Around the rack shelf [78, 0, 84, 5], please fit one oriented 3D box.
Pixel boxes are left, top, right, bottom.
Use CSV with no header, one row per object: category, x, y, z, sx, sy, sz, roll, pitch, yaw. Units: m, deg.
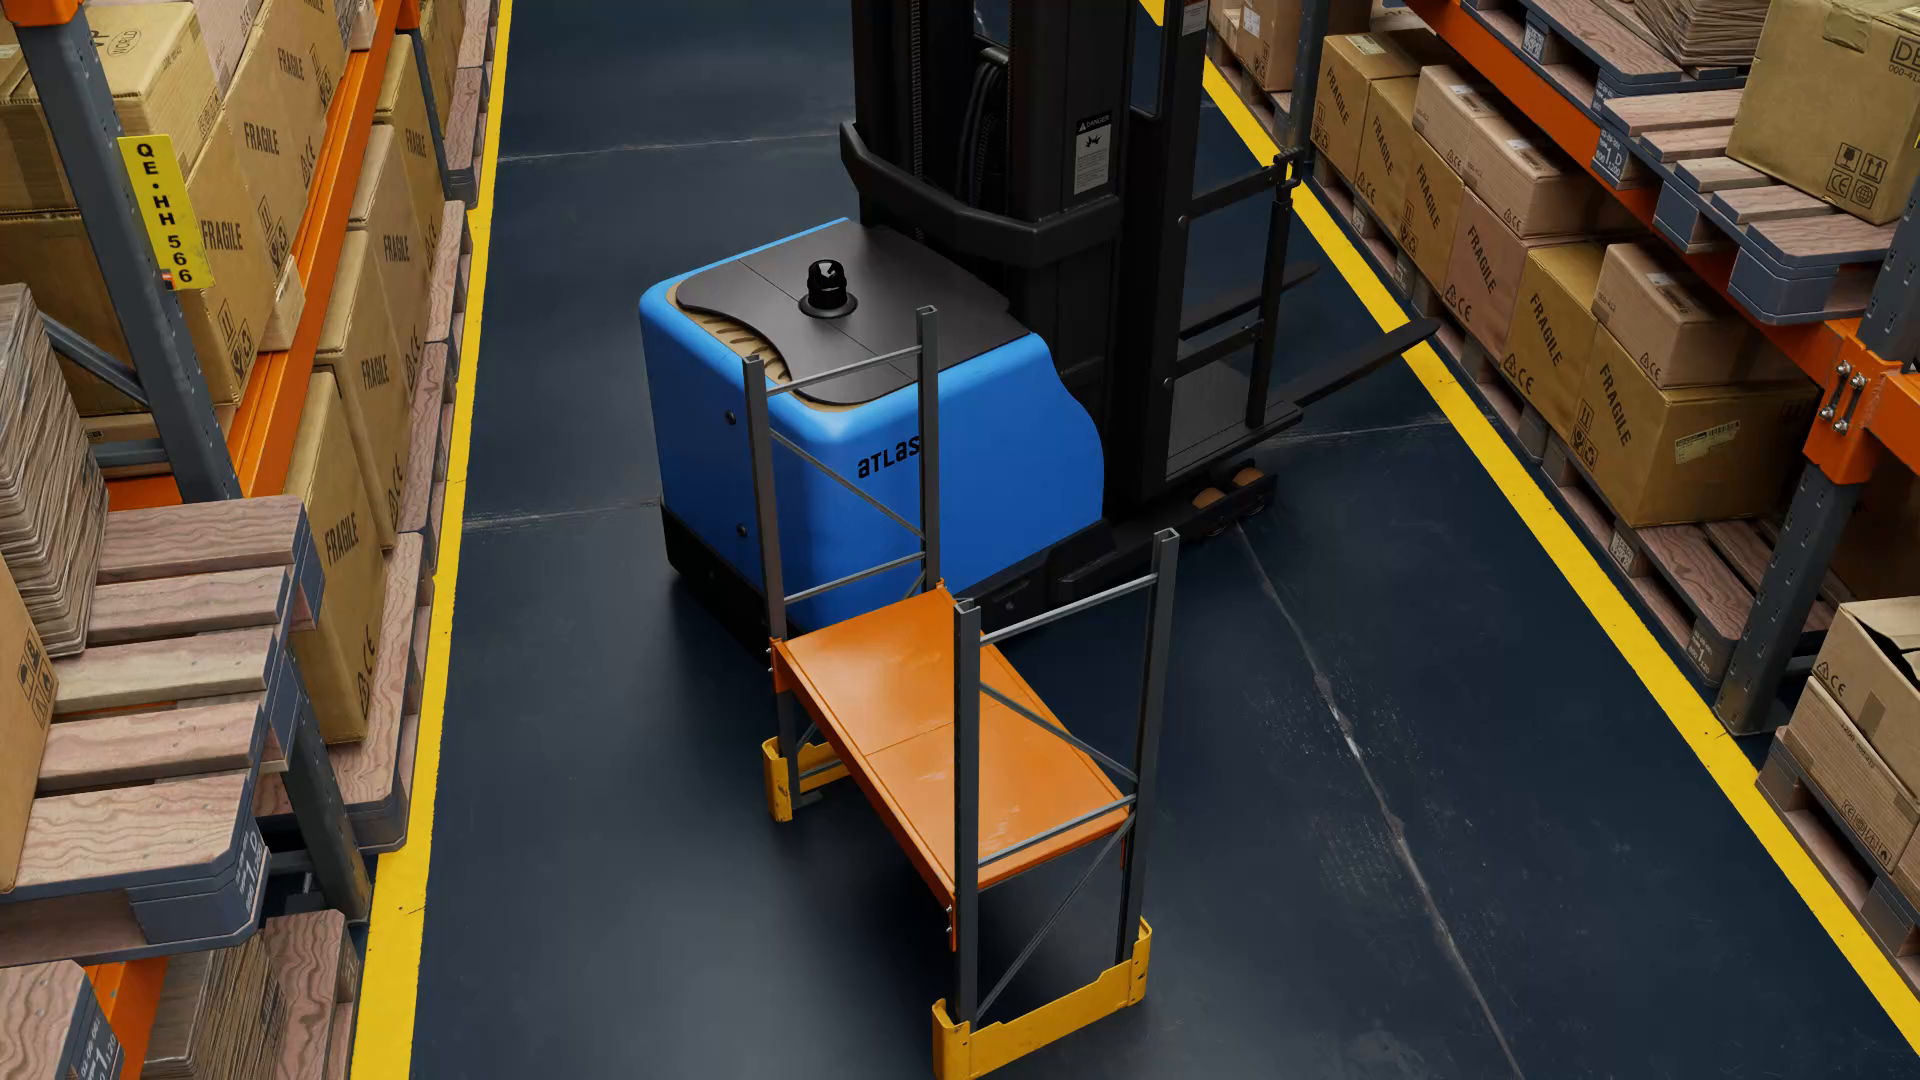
rack shelf,-2.431,-2.252,4.346,1.077,0.370,4.000,-6,38,-8

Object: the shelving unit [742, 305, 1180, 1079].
shelving unit,-0.038,0.371,4.049,0.587,1.500,1.083,-19,42,-23

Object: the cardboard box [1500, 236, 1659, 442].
cardboard box,2.311,-0.718,5.908,0.500,0.500,0.500,-8,38,-10

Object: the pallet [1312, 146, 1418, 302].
pallet,2.275,-1.507,7.517,1.003,0.211,1.213,-6,38,-8

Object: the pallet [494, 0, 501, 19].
pallet,-3.265,-3.400,9.955,1.003,0.211,1.213,-6,38,-8

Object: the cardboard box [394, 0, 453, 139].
cardboard box,-2.812,-2.201,7.834,0.700,0.500,0.500,-6,38,-7

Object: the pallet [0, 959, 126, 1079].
pallet,-1.693,1.123,2.016,1.003,0.211,1.213,-6,38,-8

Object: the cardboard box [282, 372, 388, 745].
cardboard box,-2.080,0.081,4.611,0.750,0.750,0.750,-7,38,-9

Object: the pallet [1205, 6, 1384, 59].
pallet,1.758,-3.147,9.629,1.003,0.211,1.213,-6,38,-8

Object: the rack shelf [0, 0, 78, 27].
rack shelf,-1.729,0.164,1.236,1.077,0.370,4.000,-6,38,-8

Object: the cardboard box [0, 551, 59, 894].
cardboard box,-1.863,0.260,2.530,0.700,0.500,0.500,-10,39,-12

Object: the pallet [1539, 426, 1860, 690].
pallet,2.703,-0.033,5.620,1.003,0.211,1.213,-6,38,-8

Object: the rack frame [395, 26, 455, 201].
rack frame,-2.781,-2.560,6.600,1.000,3.000,0.127,-6,38,-8

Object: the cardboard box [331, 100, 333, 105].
cardboard box,-2.264,-1.523,5.454,0.380,0.149,0.250,-7,38,-9

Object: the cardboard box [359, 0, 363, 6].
cardboard box,-2.353,-2.166,5.753,0.500,0.500,0.500,-6,38,-8

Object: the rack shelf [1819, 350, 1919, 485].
rack shelf,3.147,0.813,2.845,1.077,0.370,4.000,-6,38,-8

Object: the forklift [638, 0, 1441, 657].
forklift,0.486,-1.398,5.160,3.031,2.935,1.130,-26,45,-30

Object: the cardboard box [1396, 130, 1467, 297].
cardboard box,2.125,-1.340,6.708,0.500,0.500,0.500,-6,38,-7

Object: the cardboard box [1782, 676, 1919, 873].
cardboard box,2.599,0.589,4.446,0.500,0.250,0.500,-6,38,-8

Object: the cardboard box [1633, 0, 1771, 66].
cardboard box,2.602,-1.826,5.231,0.700,0.500,0.500,0,38,1

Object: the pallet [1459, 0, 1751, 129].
pallet,2.451,-1.777,5.749,1.003,0.211,1.213,-6,38,-8

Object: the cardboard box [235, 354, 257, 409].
cardboard box,-1.945,-0.430,4.046,0.380,0.149,0.250,-6,38,-7

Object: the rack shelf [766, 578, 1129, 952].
rack shelf,-0.033,0.518,4.154,0.538,0.185,1.000,-19,42,-23

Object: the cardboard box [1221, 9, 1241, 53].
cardboard box,1.591,-2.677,8.715,0.380,0.149,0.250,-6,38,-8

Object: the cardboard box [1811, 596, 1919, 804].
cardboard box,2.599,0.367,4.274,0.500,0.311,0.500,-5,38,-6

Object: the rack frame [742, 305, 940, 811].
rack frame,-0.280,0.103,4.394,0.500,1.500,0.032,-19,42,-23

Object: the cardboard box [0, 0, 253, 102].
cardboard box,-2.001,-1.231,3.939,0.500,0.250,0.500,-7,38,-9

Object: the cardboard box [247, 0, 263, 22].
cardboard box,-2.092,-1.533,4.327,0.500,0.250,0.500,-6,38,-8

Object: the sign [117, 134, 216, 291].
sign,-1.548,-0.634,3.242,0.100,0.325,0.005,-6,38,-8

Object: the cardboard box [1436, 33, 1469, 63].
cardboard box,2.464,-2.014,7.577,0.500,0.500,0.500,-6,38,-8

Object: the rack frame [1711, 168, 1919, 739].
rack frame,2.796,-0.679,4.179,1.000,3.000,0.127,-6,38,-8

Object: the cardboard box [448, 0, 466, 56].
cardboard box,-2.984,-2.815,8.624,0.700,0.500,0.500,-5,38,-7

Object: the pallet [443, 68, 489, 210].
pallet,-2.838,-1.926,8.058,1.003,0.211,1.213,-6,38,-8

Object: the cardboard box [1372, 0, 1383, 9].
cardboard box,2.073,-2.948,9.051,0.380,0.166,0.250,-6,38,-8

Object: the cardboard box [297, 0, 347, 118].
cardboard box,-2.181,-1.561,4.973,0.500,0.500,0.500,-5,38,-7

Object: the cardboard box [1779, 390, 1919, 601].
cardboard box,2.998,-0.171,5.204,0.500,0.500,0.500,-5,38,-6

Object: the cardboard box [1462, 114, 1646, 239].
cardboard box,2.204,-1.352,6.114,0.500,0.250,0.500,-7,38,-9

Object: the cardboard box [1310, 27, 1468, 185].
cardboard box,1.940,-1.963,7.511,0.500,0.500,0.500,-8,39,-10

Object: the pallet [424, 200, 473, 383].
pallet,-2.572,-1.001,6.866,1.003,0.211,1.213,-6,38,-8

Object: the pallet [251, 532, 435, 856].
pallet,-2.144,0.473,4.969,1.003,0.211,1.213,-6,38,-8

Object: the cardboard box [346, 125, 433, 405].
cardboard box,-2.381,-0.962,5.953,0.750,0.750,0.750,-5,38,-7

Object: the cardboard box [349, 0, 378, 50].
cardboard box,-2.271,-1.830,5.850,0.380,0.149,0.250,-6,38,-8

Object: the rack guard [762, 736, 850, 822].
rack guard,-0.279,0.598,4.777,0.587,0.250,0.087,-19,42,-23

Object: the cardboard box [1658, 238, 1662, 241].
cardboard box,2.817,-0.790,6.001,0.500,0.500,0.500,-7,38,-9

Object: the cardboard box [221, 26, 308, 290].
cardboard box,-1.996,-0.947,4.184,0.500,0.500,0.500,-5,38,-6
